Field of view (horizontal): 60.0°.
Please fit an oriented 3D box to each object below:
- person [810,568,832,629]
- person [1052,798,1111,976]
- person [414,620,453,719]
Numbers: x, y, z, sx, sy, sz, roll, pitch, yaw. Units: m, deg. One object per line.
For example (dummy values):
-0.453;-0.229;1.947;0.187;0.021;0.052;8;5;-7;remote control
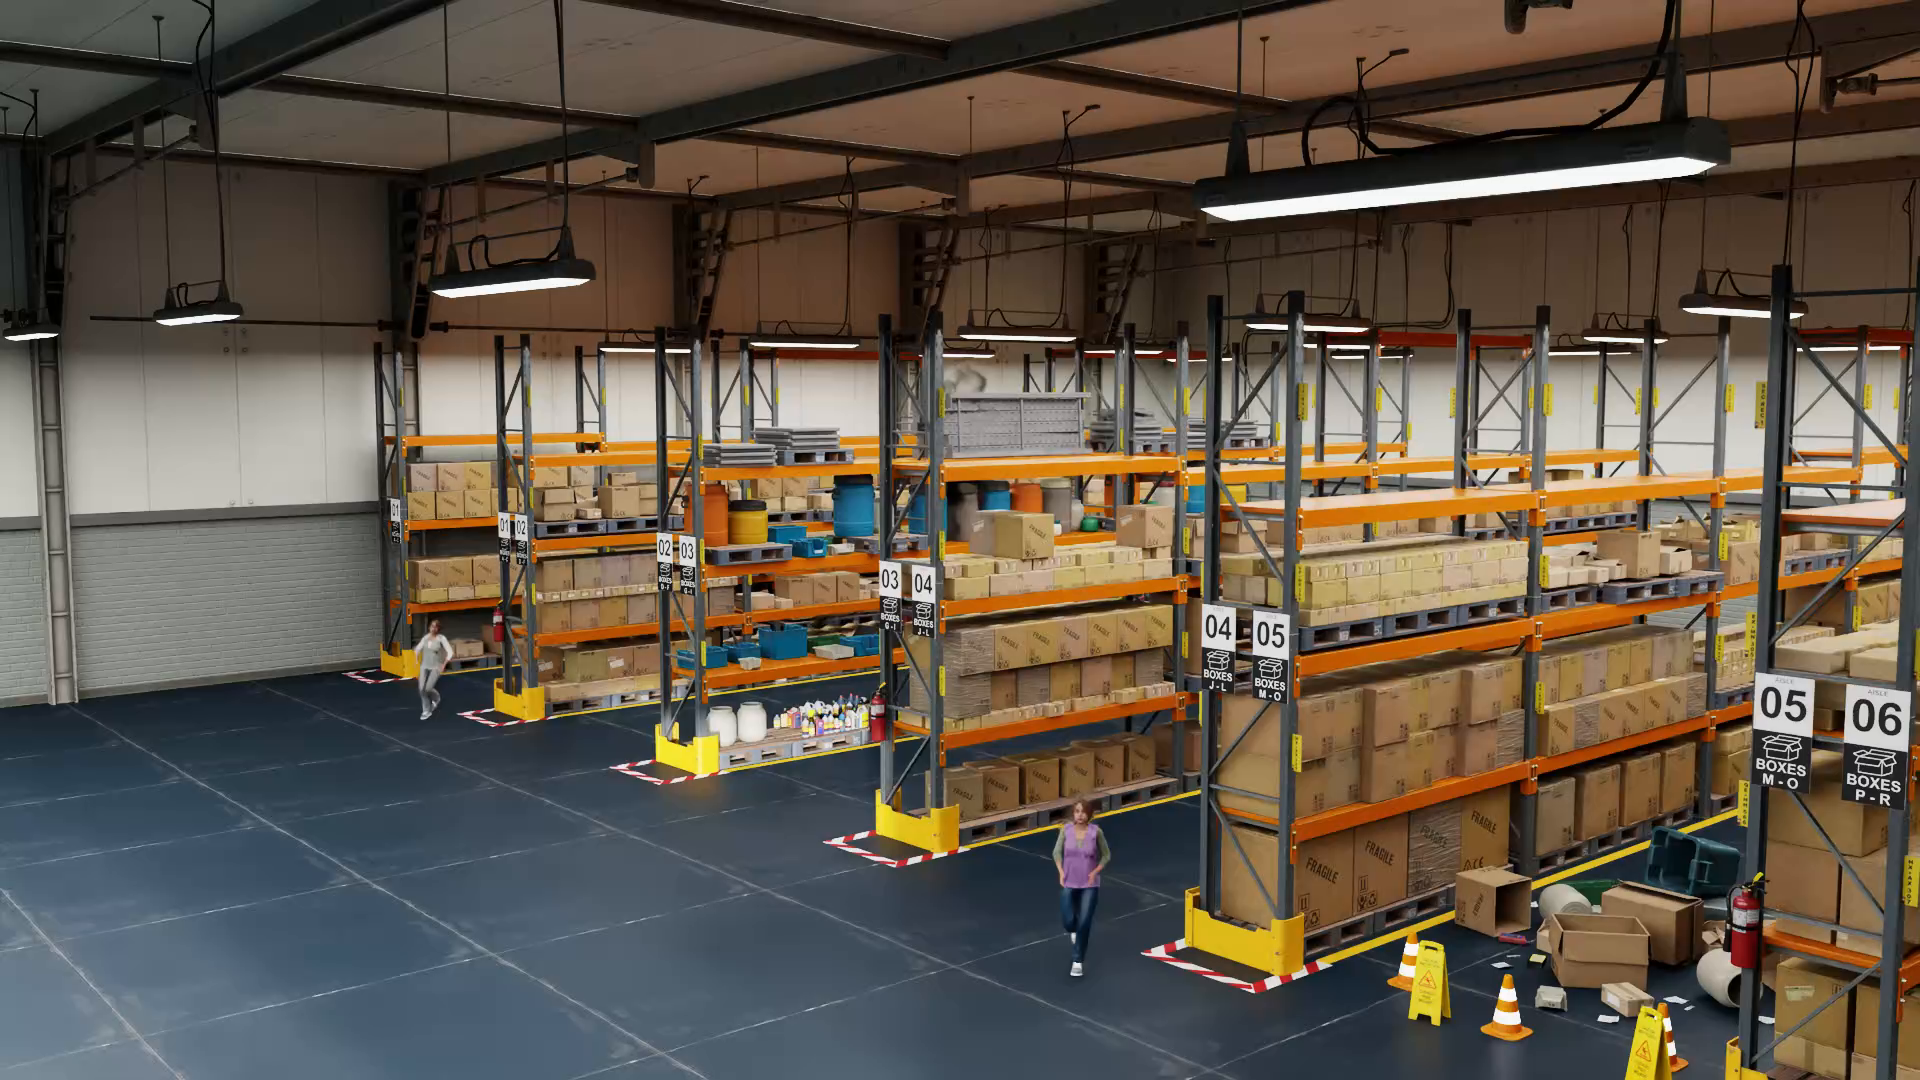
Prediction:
-2.684;1.333;32.583;0.708;1.776;0.943;5;7;43;person
1.079;3.057;14.804;0.522;1.550;0.547;1;5;9;person
-8.276;2.029;26.110;0.608;1.556;0.488;1;5;7;person
